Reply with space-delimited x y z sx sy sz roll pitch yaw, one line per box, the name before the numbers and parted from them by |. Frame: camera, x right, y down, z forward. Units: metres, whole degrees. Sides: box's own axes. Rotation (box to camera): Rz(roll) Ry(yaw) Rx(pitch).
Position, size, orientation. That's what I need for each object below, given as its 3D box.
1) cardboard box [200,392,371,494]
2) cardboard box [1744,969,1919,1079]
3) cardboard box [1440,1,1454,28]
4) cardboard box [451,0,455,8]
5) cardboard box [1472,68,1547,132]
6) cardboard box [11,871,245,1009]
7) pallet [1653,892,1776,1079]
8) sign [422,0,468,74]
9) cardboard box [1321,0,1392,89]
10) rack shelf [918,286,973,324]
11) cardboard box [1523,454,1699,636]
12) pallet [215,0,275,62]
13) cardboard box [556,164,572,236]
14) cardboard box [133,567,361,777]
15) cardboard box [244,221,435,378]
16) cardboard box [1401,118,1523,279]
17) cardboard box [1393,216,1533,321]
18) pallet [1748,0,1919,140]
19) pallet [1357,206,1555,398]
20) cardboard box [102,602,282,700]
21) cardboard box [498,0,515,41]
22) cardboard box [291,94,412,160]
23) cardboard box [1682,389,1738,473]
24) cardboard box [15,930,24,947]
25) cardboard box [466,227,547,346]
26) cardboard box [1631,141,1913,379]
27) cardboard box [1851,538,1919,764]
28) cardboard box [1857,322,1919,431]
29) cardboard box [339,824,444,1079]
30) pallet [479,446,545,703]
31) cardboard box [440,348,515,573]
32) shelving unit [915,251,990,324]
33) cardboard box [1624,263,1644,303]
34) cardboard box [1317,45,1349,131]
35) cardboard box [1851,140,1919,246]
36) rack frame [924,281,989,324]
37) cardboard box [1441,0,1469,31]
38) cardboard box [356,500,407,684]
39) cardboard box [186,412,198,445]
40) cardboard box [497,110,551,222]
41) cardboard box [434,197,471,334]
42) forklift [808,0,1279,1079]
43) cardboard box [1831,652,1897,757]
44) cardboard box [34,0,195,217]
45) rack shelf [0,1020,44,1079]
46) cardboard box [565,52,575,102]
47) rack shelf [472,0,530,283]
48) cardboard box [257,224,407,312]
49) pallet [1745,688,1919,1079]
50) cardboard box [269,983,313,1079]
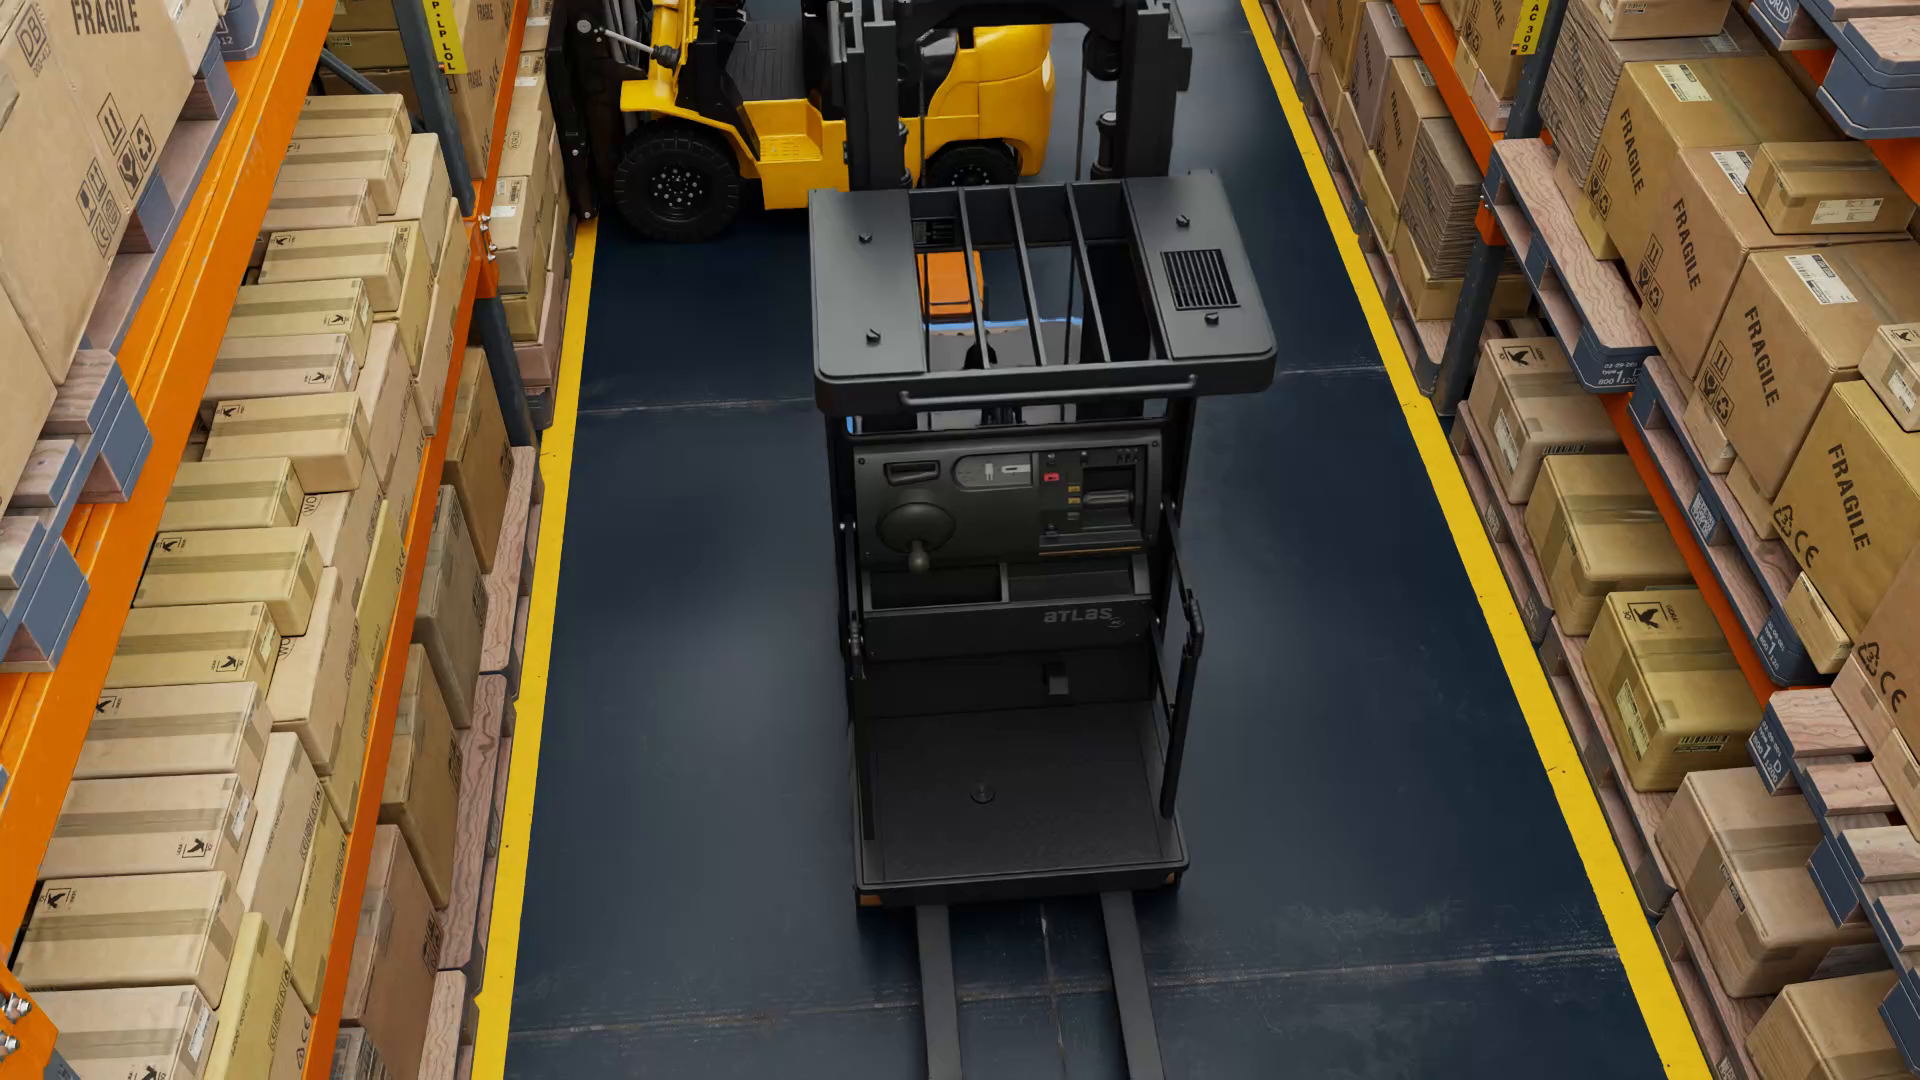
cardboard box | -1.839 -0.259 4.550 0.380 0.149 0.250 -5 47 -4
cardboard box | 2.919 1.594 4.831 0.950 0.372 0.625 -6 47 -6
cardboard box | 2.312 -2.331 7.202 0.380 0.149 0.250 -4 47 -4
cardboard box | -2.112 -2.036 6.234 0.380 0.149 0.250 -2 47 -2
cardboard box | 2.291 -1.777 6.677 0.380 0.149 0.250 -4 47 -4
cardboard box | -1.746 0.850 3.500 0.380 0.149 0.250 -3 47 -2
pallet | 2.893 1.638 5.190 1.003 0.211 1.213 -3 47 -3
sign | -1.784 -1.756 5.741 0.100 0.325 0.005 -3 47 -3
cardboard box | 2.163 -2.641 8.410 0.500 0.500 0.500 -3 47 -3
rack shelf | -0.035 -0.815 6.616 0.258 0.148 0.480 -4 47 -3
cardboard box | 2.732 0.009 6.333 0.950 0.372 0.625 -1 47 -1
pallet | -2.238 -1.673 4.471 0.805 0.209 1.217 -5 47 -5
cardboard box | -2.151 -1.651 7.989 0.500 0.250 0.500 -3 47 -3
cardboard box | -1.850 0.351 4.247 0.500 0.250 0.500 -5 47 -4
cardboard box | -1.978 -0.754 5.293 0.500 0.250 0.500 -5 47 -4
cardboard box | 2.305 -1.518 7.346 0.500 0.500 0.500 -4 47 -4
cardboard box | 2.304 -1.260 7.618 0.500 0.250 0.500 -2 47 -1
pallet | 2.657 -1.413 4.222 1.213 0.211 1.003 -3 47 -3
pallet | 2.530 -1.174 7.853 1.003 0.211 1.213 -3 47 -3
cardboard box | -1.879 0.297 4.023 0.380 0.149 0.250 -3 47 -3
cardboard box | -2.205 -2.458 7.080 0.500 0.500 0.500 -4 47 -4
cardboard box | -2.074 -1.369 5.601 0.380 0.149 0.250 -2 47 -2
cardboard box | 2.434 -0.344 5.030 0.380 0.149 0.250 -2 47 -2
cardboard box | -2.349 0.751 3.869 0.500 0.250 0.500 -3 47 -3
cardboard box | -2.057 -1.085 7.108 0.500 0.250 0.500 -4 47 -3
cardboard box | 2.445 -0.853 5.065 0.500 0.500 0.500 -4 47 -4
cardboard box | 2.587 0.278 3.994 0.500 0.500 0.500 -4 47 -4
cardboard box | 2.538 -0.426 4.214 0.380 0.149 0.250 -6 47 -5
cardboard box | -2.091 1.297 4.939 0.875 0.625 0.625 -2 47 -2
pallet | -2.224 0.145 6.604 1.003 0.211 1.213 -3 47 -3
cardboard box | -2.269 -0.296 6.447 0.875 0.625 0.625 -2 47 -2
shelving unit | -0.035 -0.707 6.730 0.258 1.200 0.503 -4 47 -3
cardboard box | 2.465 -0.907 5.563 0.380 0.149 0.250 -1 47 -1
cardboard box | 2.172 -2.378 8.677 0.500 0.250 0.500 -1 47 -1
cardboard box | 2.969 -0.878 5.089 0.500 0.500 0.500 -2 47 -2
rack frame | -0.014 -0.531 6.563 0.240 1.200 0.015 -4 47 -3
cardboard box | 2.287 -2.464 6.881 0.500 0.500 0.500 -2 47 -2
cardboard box | -1.912 0.153 4.779 0.500 0.250 0.500 -2 47 -2
cardboard box | -2.474 -0.346 4.908 0.500 0.250 0.500 -5 47 -4
cardboard box | -2.085 -1.627 7.278 0.500 0.250 0.500 -3 47 -3
cardboard box | -2.021 -0.945 5.819 0.500 0.250 0.500 -3 47 -2
forklift | 0.169 -0.018 4.885 1.130 2.935 3.031 -4 47 -3
cardboard box | 2.521 0.412 4.314 0.380 0.149 0.250 -5 47 -5
cardboard box | -1.892 -0.971 3.247 0.500 0.500 0.500 -2 47 -2
rack shelf | -1.822 2.212 1.155 1.077 0.370 4.000 -3 47 -3
cardboard box | -2.173 -2.179 8.144 0.500 0.250 0.500 -4 47 -3
rack shelf | -2.492 -2.545 7.726 1.077 0.370 4.000 -3 47 -3
cardboard box | -1.913 -0.821 5.082 0.380 0.149 0.250 -5 47 -5
pallet | 2.791 0.801 4.194 1.213 0.211 1.003 -3 47 -3
cardboard box | -1.783 1.265 3.726 0.500 0.250 0.500 -3 47 -3
